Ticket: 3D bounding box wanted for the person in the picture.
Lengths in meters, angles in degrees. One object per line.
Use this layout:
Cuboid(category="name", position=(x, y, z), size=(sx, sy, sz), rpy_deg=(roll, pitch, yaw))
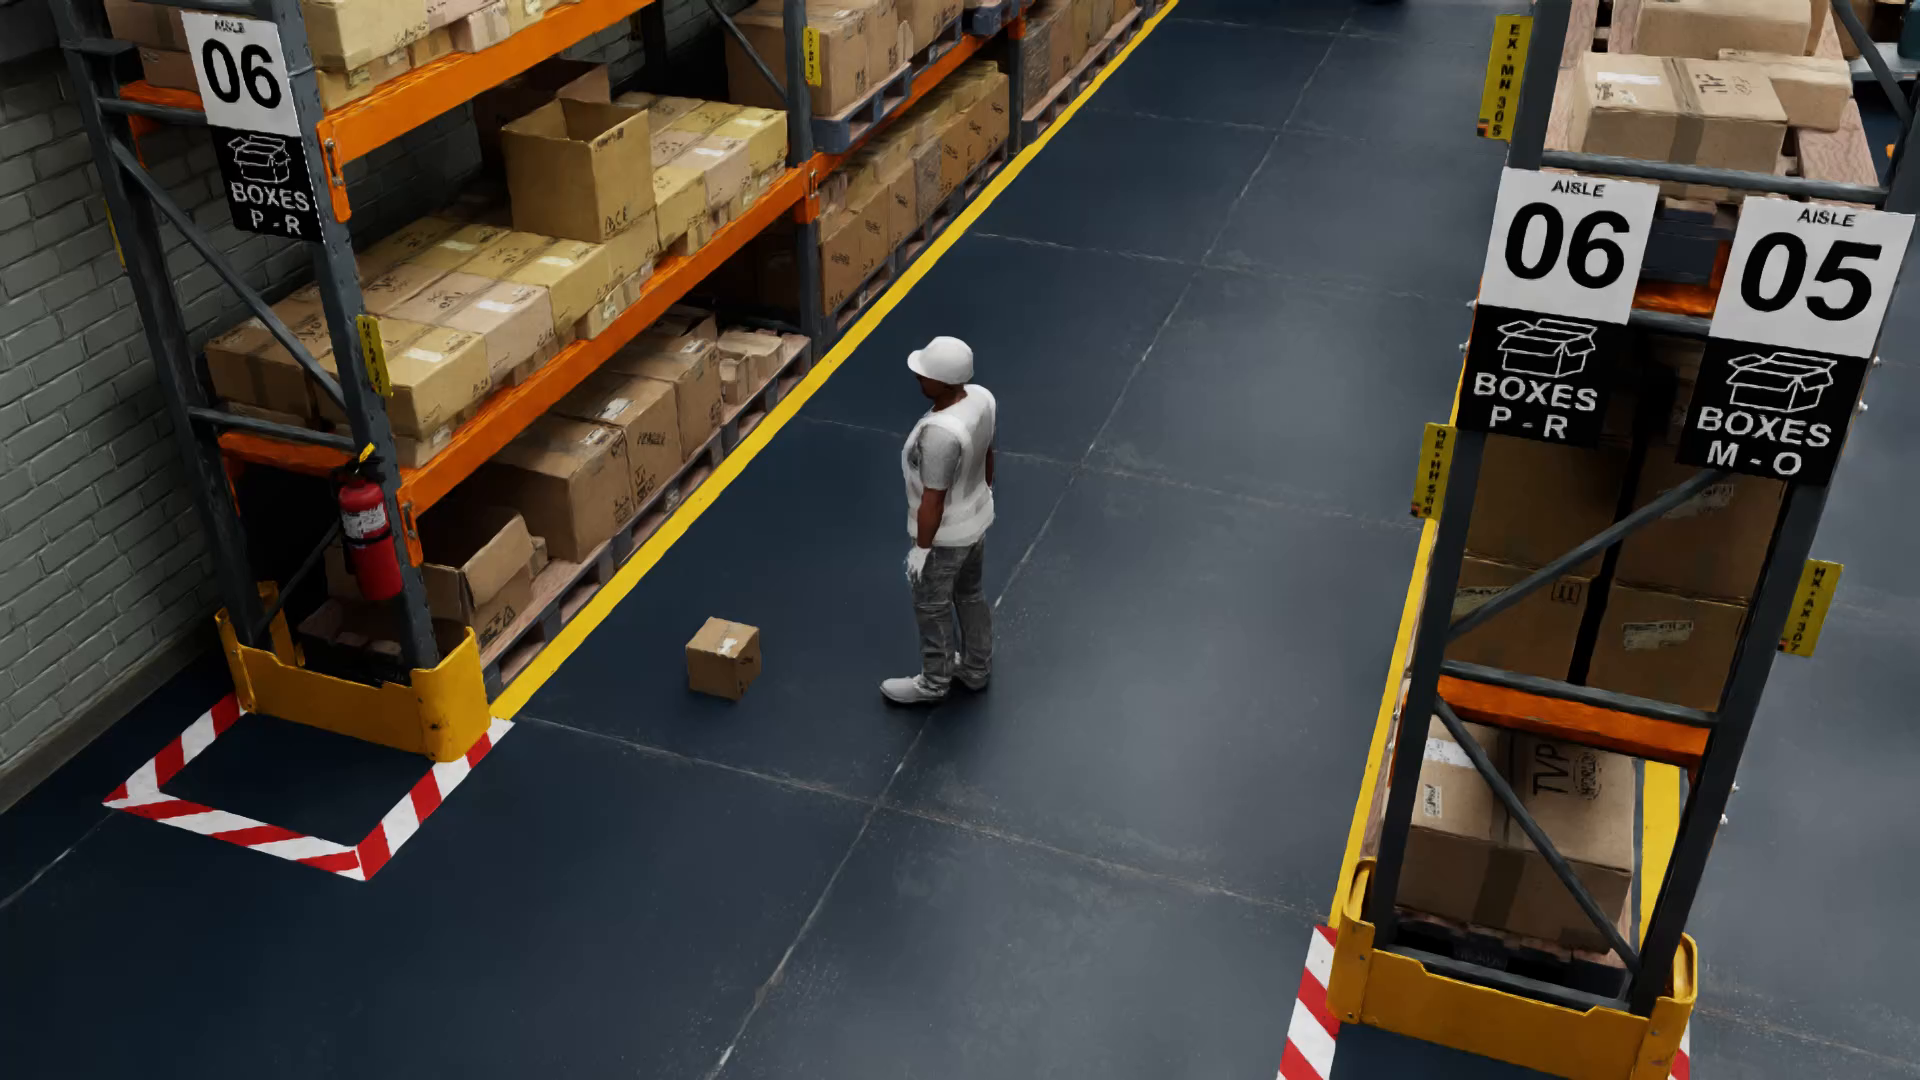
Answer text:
Cuboid(category="person", position=(-0.084, -0.080, 7.210), size=(0.445, 1.784, 0.674), rpy_deg=(13, 35, 19))
